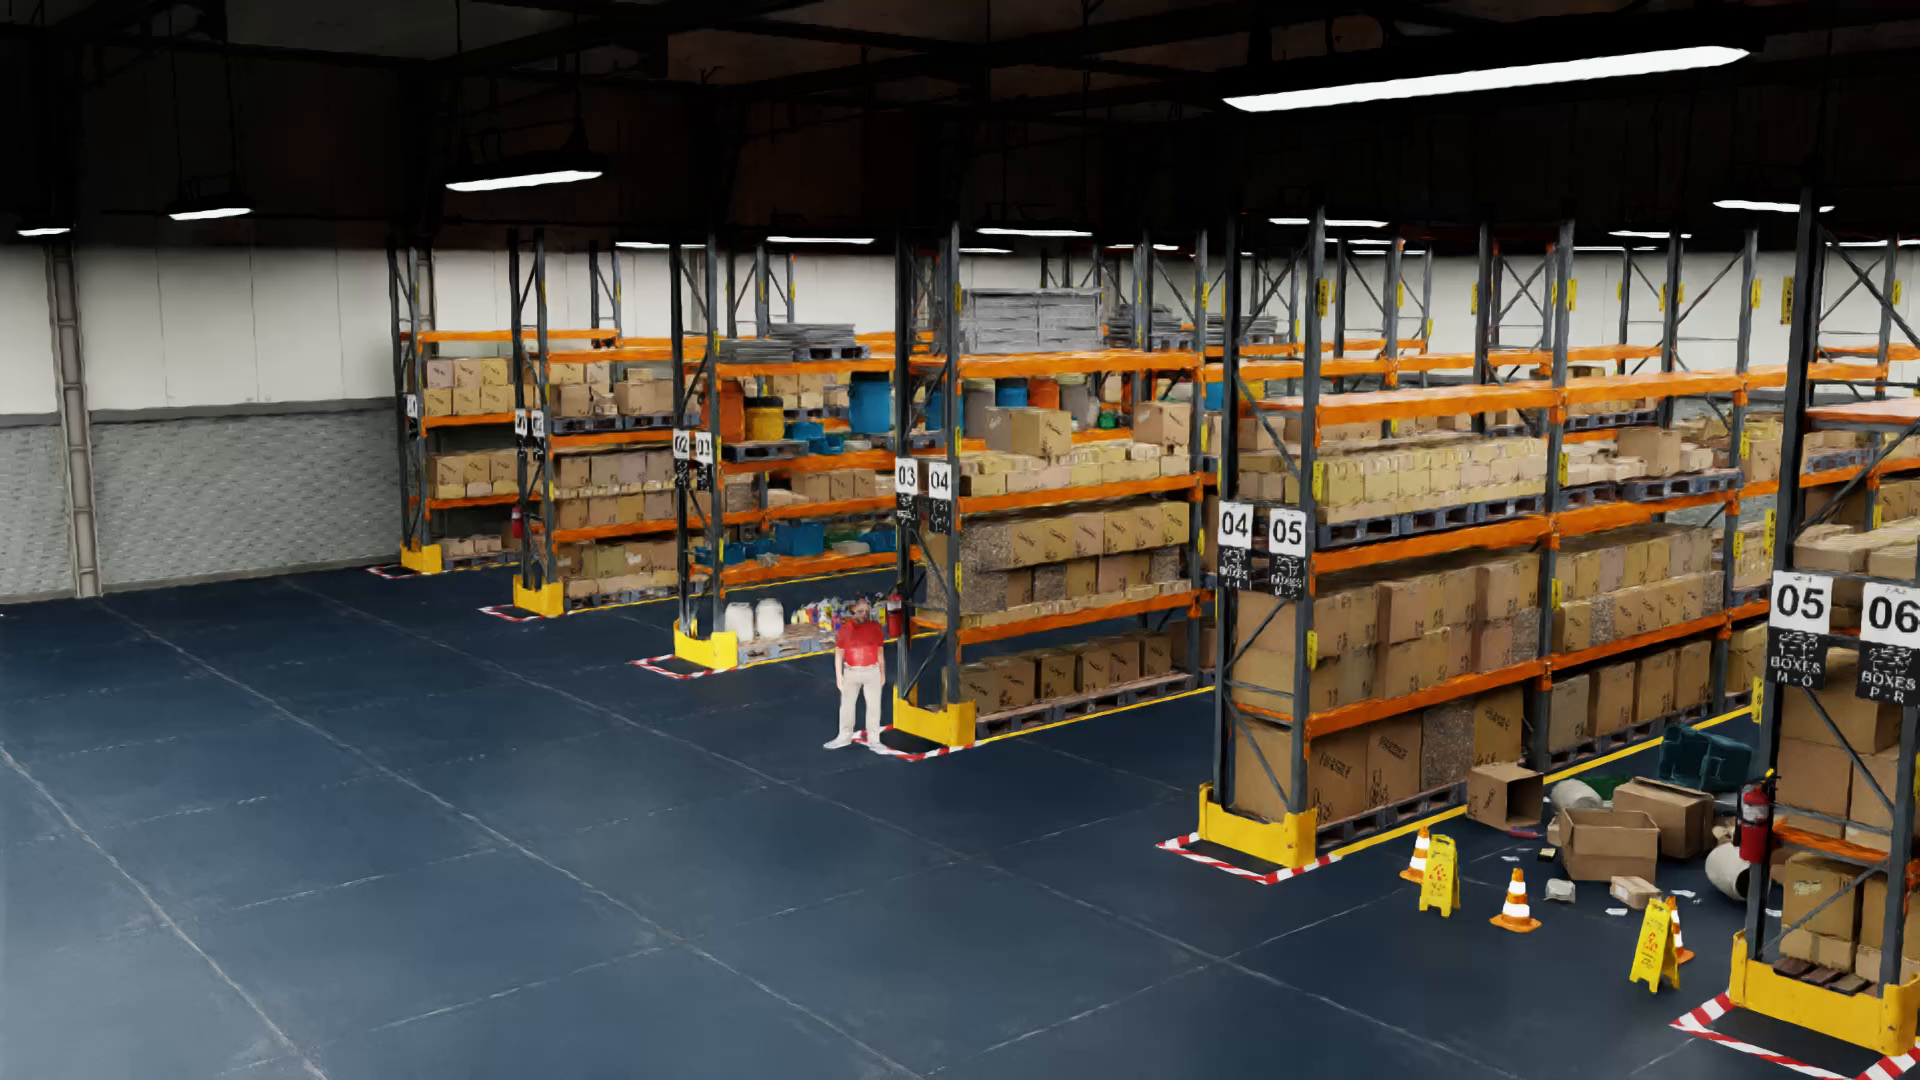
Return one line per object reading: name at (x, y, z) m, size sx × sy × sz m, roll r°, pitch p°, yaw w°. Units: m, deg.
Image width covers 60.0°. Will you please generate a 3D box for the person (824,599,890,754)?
person at (-1.154, 1.497, 18.425) m, size 0.731 × 1.728 × 0.465 m, roll -1°, pitch 9°, yaw -5°
